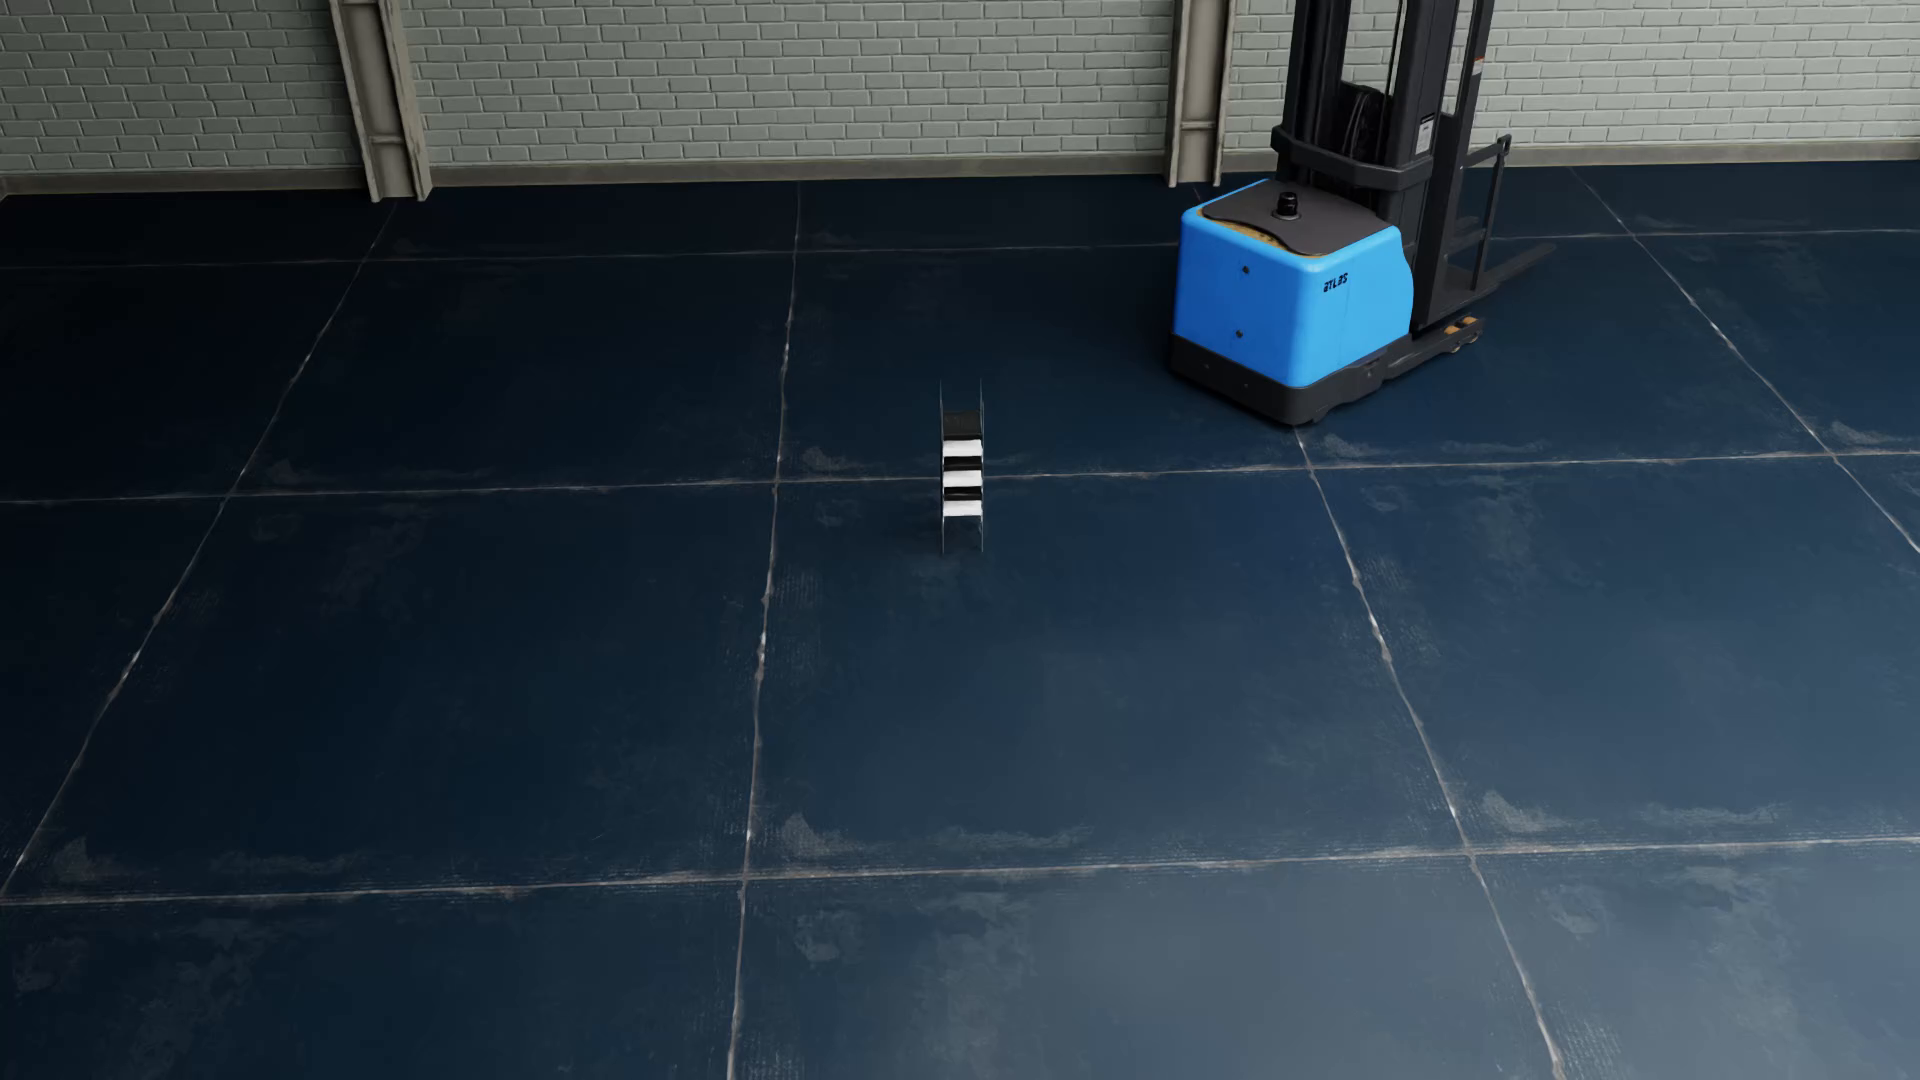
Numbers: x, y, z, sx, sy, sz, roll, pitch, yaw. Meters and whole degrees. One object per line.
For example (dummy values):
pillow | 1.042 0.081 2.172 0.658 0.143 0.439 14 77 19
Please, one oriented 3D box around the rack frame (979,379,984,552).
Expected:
rack frame | 0.110 -0.373 8.534 0.006 0.900 0.240 -2 35 -2

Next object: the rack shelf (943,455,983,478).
rack shelf | 0.008 -0.417 8.498 0.200 0.077 0.258 -2 35 -2

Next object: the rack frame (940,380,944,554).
rack frame | -0.093 -0.367 8.526 0.006 0.900 0.240 -2 35 -2

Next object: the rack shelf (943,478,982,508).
rack shelf | 0.008 -0.269 8.601 0.200 0.077 0.258 -2 35 -2

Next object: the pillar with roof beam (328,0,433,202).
pillar with roof beam | -4.010 -3.873 6.475 0.400 9.000 9.100 -2 35 -2

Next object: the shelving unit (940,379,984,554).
shelving unit | 0.008 -0.370 8.530 0.210 0.900 0.258 -2 35 -2

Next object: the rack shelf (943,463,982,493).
rack shelf | 0.008 -0.343 8.549 0.200 0.077 0.258 -2 35 -2

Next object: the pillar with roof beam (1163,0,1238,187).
pillar with roof beam | 1.983 -4.035 6.709 0.400 9.000 9.100 -2 35 -2

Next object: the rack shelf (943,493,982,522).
rack shelf | 0.008 -0.195 8.652 0.200 0.077 0.258 -2 35 -2

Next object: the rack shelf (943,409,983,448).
rack shelf | 0.008 -0.565 8.396 0.200 0.077 0.258 -2 35 -2

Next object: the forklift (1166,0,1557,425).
forklift | 2.702 -2.585 9.946 3.031 2.935 1.130 -27 43 -33

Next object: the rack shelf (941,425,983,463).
rack shelf | 0.008 -0.491 8.447 0.200 0.077 0.258 -2 35 -2
